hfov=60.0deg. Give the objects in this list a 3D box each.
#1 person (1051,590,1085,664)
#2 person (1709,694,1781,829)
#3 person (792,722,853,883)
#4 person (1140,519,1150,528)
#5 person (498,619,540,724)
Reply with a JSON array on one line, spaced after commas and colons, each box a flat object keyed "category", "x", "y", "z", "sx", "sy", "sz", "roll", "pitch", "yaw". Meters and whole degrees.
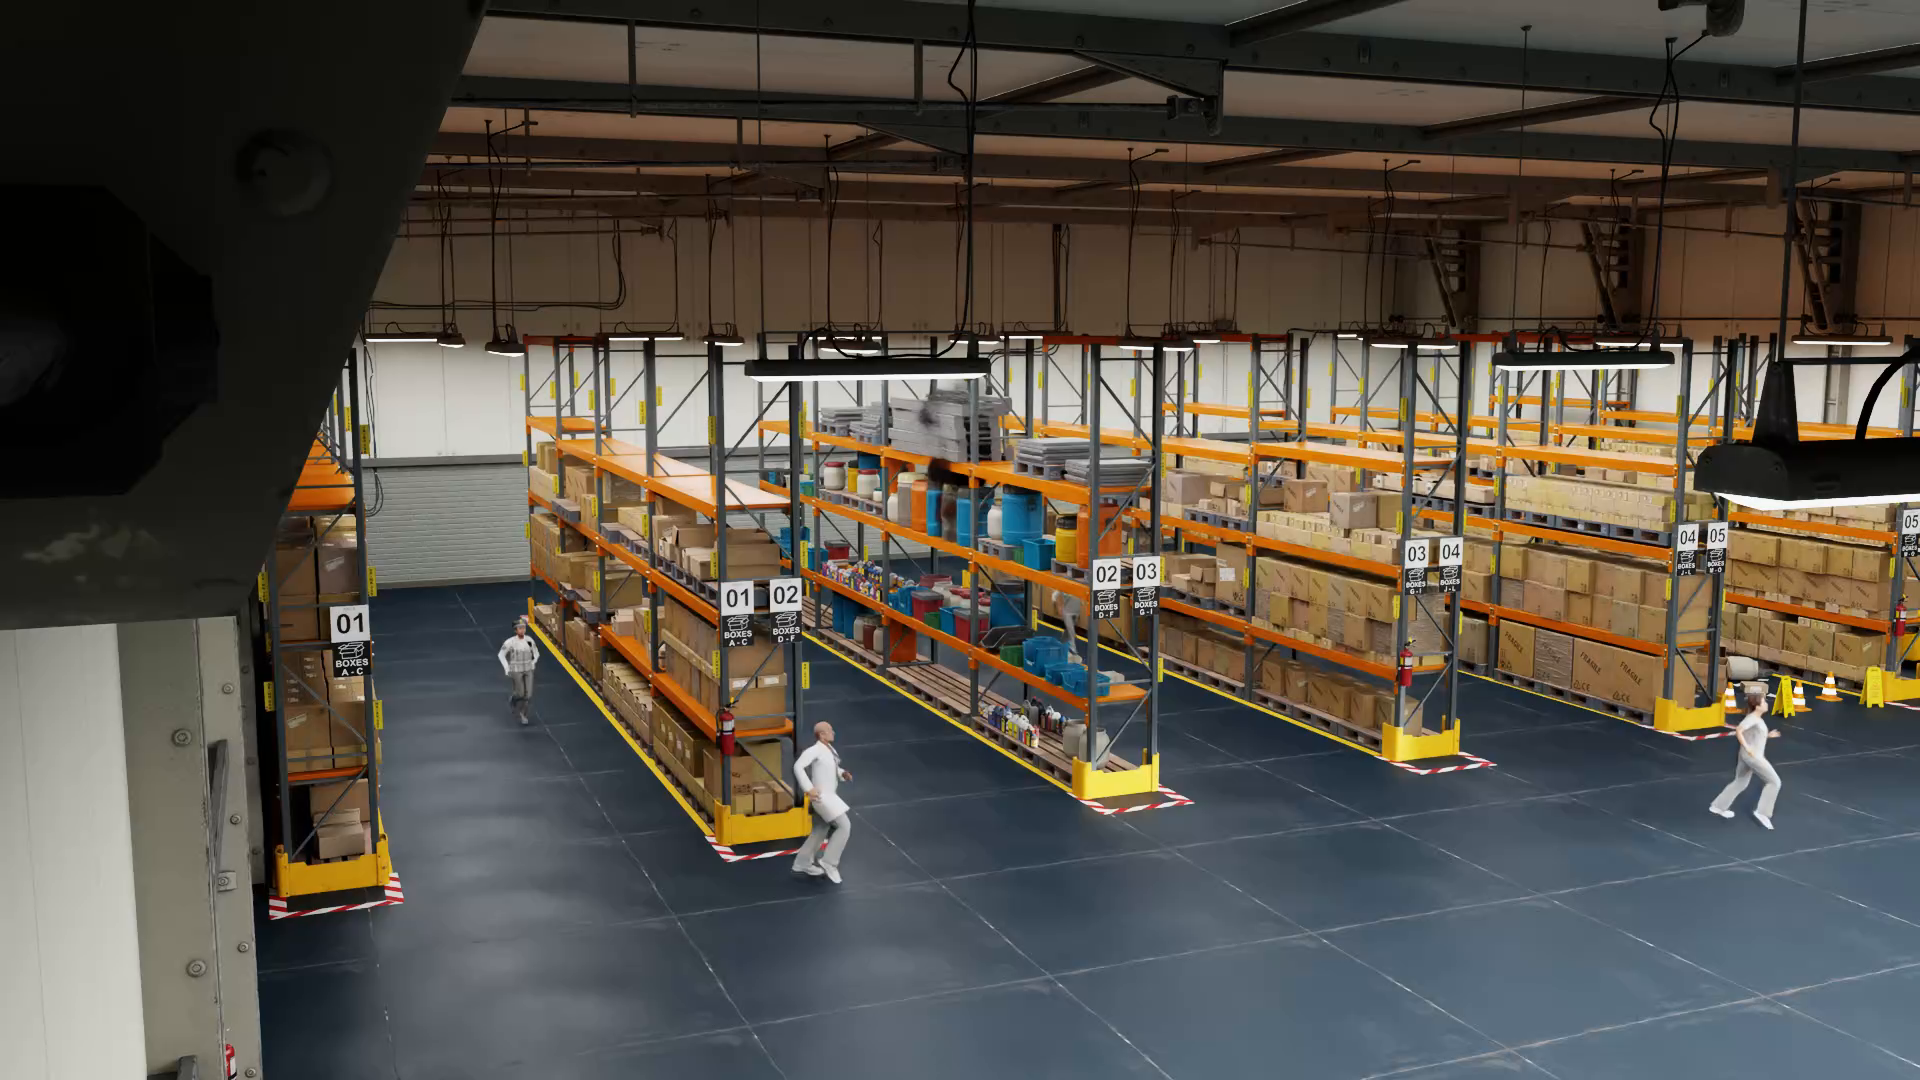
[{"category": "person", "x": 1.949, "y": 1.339, "z": 29.282, "sx": 0.531, "sy": 1.614, "sz": 0.819, "roll": -5, "pitch": 9, "yaw": -35}, {"category": "person", "x": 9.851, "y": 2.768, "z": 20.850, "sx": 0.787, "sy": 1.689, "sz": 0.545, "roll": 2, "pitch": 8, "yaw": 15}, {"category": "person", "x": -1.568, "y": 2.968, "z": 18.932, "sx": 0.701, "sy": 1.810, "sz": 0.679, "roll": 0, "pitch": 8, "yaw": 1}, {"category": "person", "x": 4.225, "y": 0.345, "z": 38.516, "sx": 0.725, "sy": 1.828, "sz": 0.717, "roll": -2, "pitch": 8, "yaw": -17}, {"category": "person", "x": -6.880, "y": 2.057, "z": 26.098, "sx": 0.621, "sy": 1.657, "sz": 0.548, "roll": -5, "pitch": 9, "yaw": -33}]
